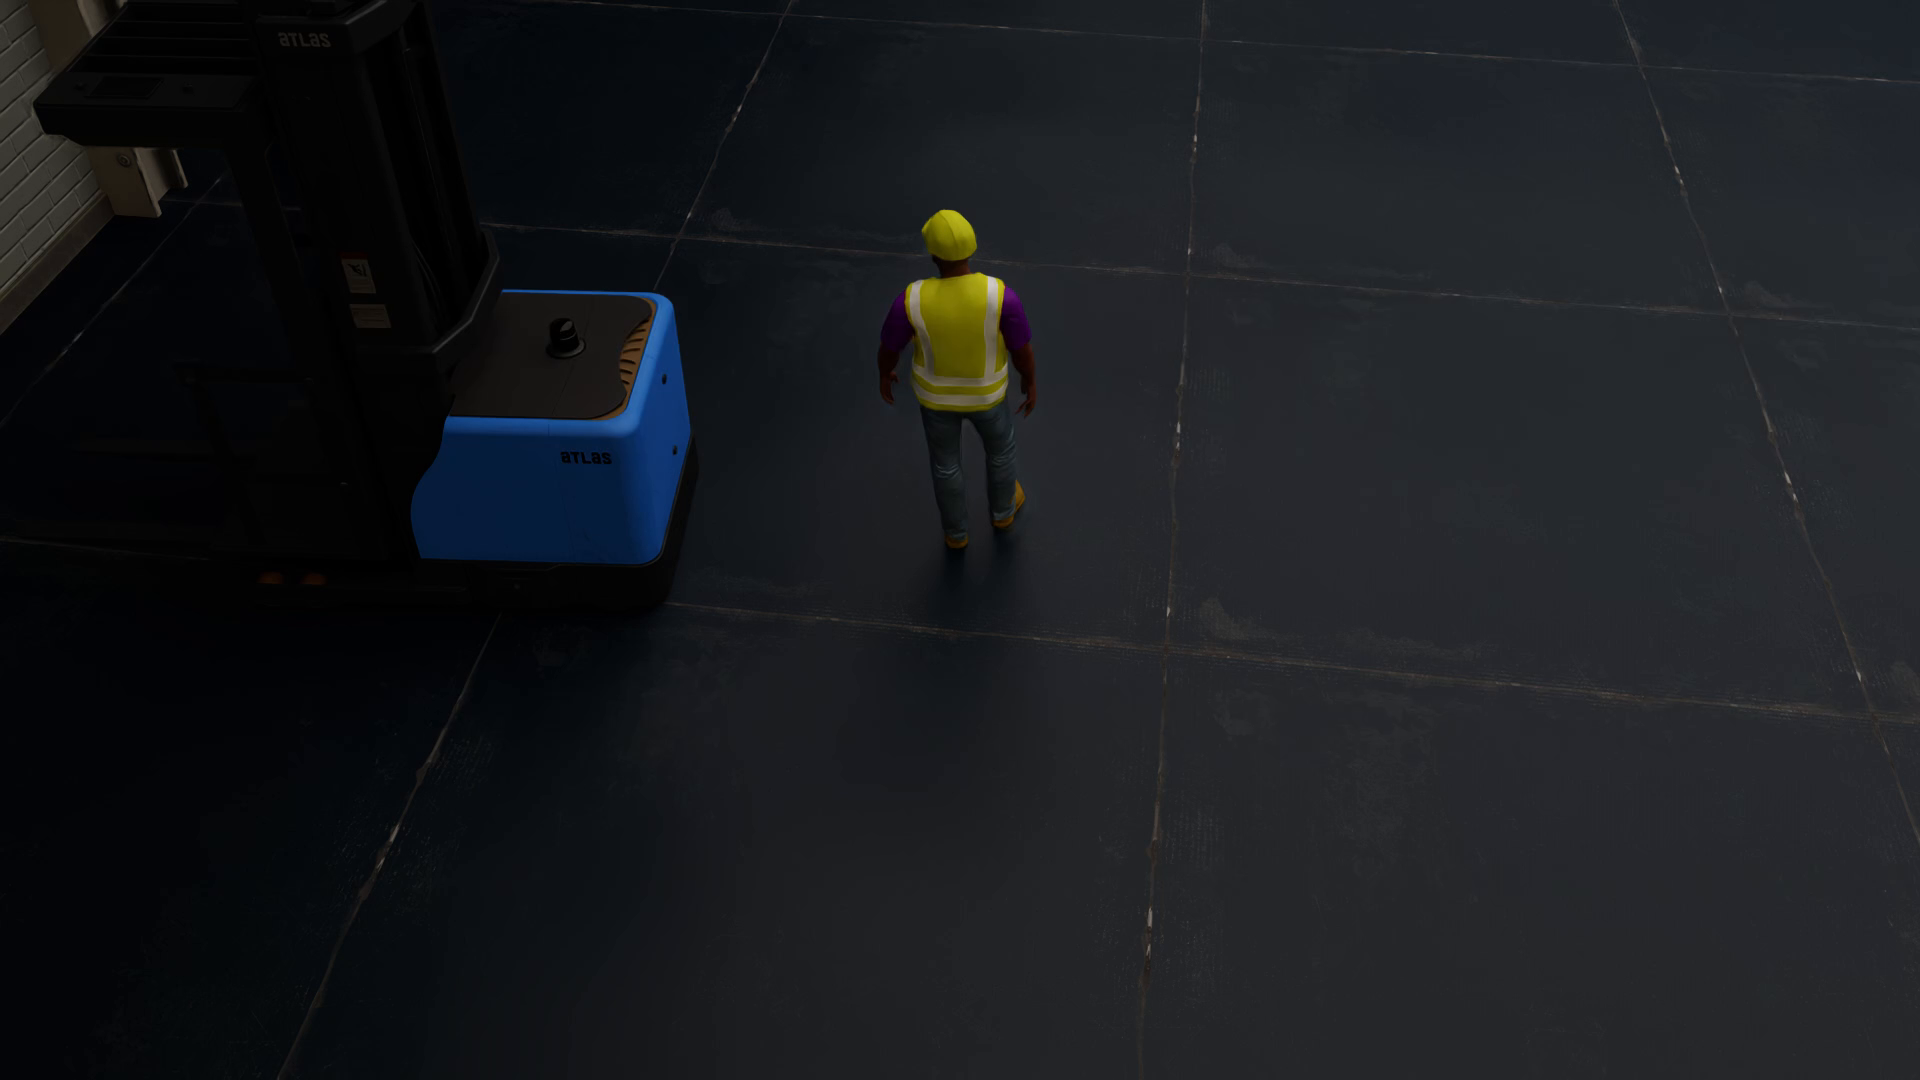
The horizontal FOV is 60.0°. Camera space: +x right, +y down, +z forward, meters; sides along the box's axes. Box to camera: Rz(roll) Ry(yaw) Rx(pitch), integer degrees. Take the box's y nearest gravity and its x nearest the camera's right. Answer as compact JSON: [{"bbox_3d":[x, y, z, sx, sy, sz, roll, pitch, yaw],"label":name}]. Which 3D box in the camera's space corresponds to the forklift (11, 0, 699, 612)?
[{"bbox_3d":[-2.812,-1.126,6.950,3.031,2.935,1.130,2,43,2],"label":"forklift"}]

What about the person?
[{"bbox_3d":[-0.010,-0.721,7.379,0.701,1.764,0.530,0,43,0],"label":"person"}]
